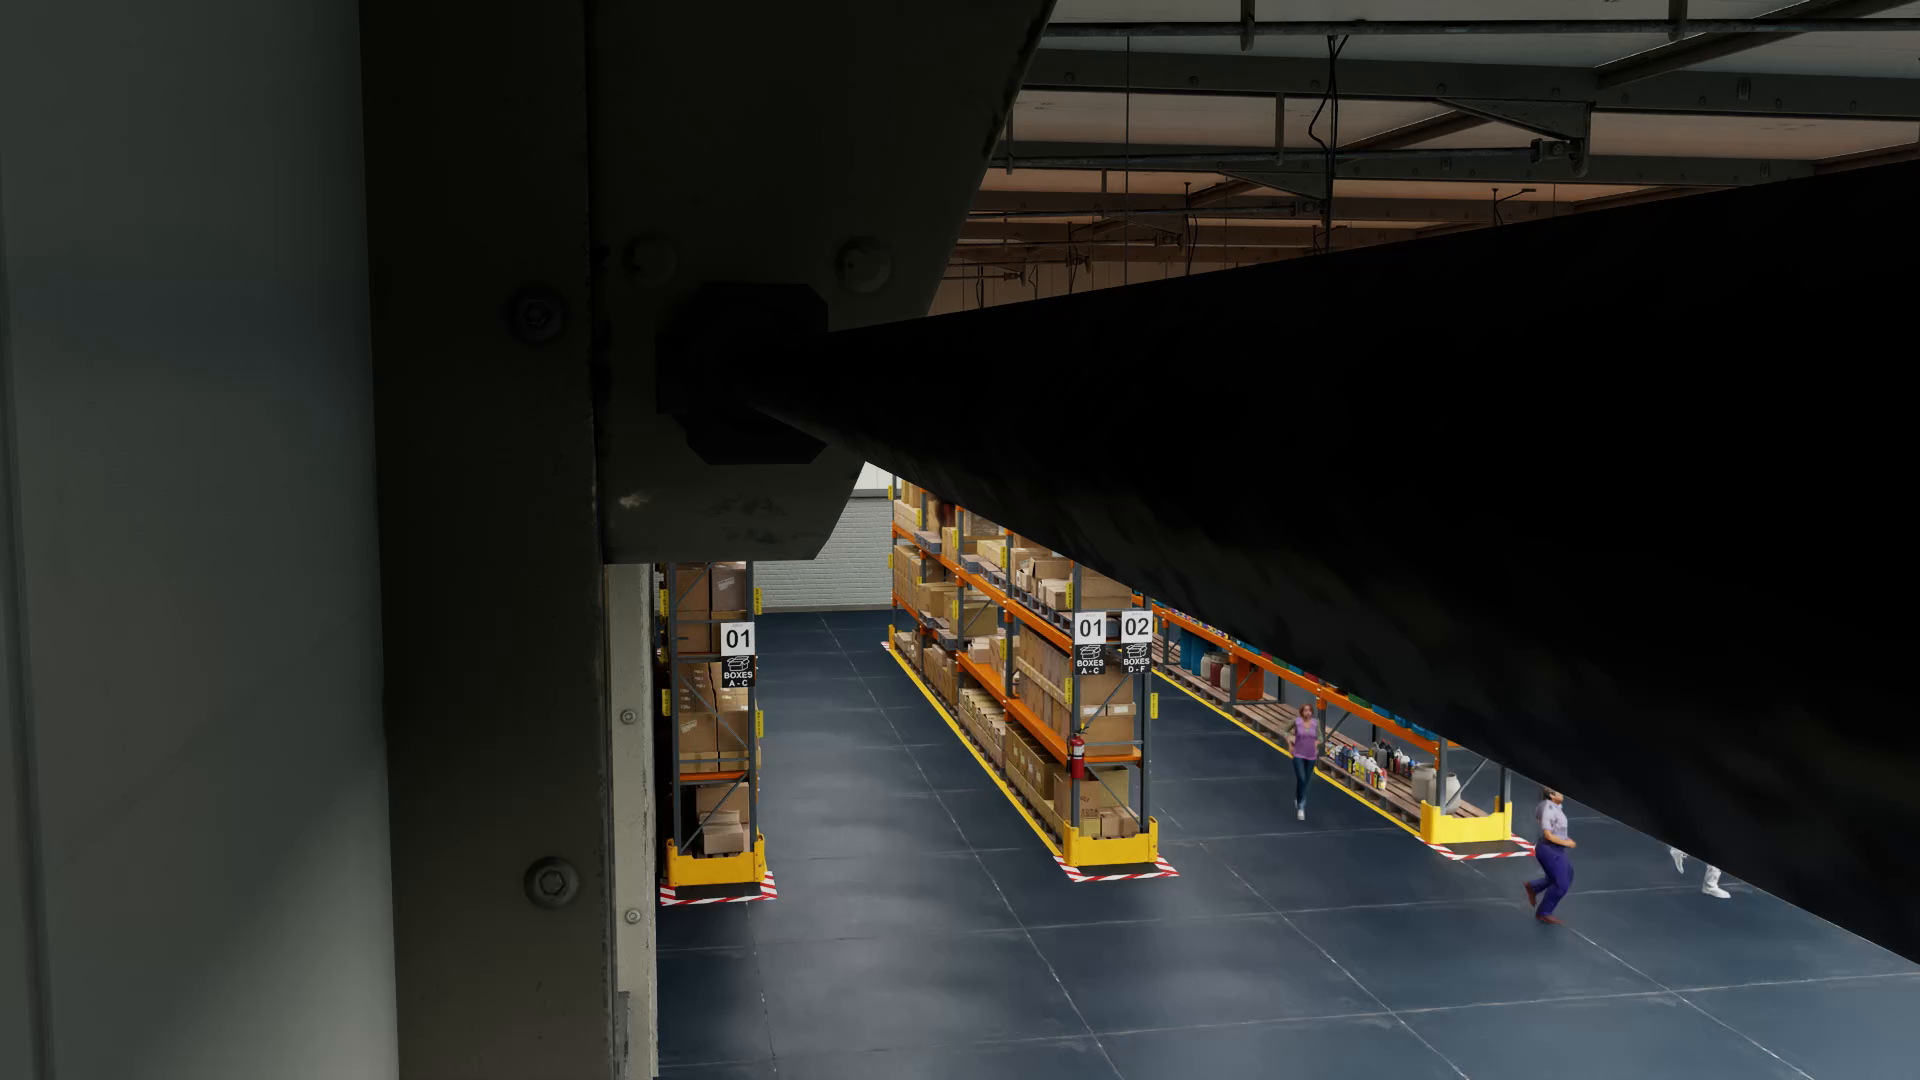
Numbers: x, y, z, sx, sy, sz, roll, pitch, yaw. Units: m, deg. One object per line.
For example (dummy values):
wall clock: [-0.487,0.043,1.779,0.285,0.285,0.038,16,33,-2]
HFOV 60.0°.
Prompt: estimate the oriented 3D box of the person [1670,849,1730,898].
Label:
person: [8.808,3.352,19.732,0.667,1.738,0.711,2,7,21]

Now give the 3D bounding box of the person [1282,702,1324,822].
person: [4.772,3.047,23.075,0.521,1.640,0.727,-1,6,-6]

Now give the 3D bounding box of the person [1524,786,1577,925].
person: [6.671,3.526,18.740,0.512,1.599,0.662,2,6,16]
